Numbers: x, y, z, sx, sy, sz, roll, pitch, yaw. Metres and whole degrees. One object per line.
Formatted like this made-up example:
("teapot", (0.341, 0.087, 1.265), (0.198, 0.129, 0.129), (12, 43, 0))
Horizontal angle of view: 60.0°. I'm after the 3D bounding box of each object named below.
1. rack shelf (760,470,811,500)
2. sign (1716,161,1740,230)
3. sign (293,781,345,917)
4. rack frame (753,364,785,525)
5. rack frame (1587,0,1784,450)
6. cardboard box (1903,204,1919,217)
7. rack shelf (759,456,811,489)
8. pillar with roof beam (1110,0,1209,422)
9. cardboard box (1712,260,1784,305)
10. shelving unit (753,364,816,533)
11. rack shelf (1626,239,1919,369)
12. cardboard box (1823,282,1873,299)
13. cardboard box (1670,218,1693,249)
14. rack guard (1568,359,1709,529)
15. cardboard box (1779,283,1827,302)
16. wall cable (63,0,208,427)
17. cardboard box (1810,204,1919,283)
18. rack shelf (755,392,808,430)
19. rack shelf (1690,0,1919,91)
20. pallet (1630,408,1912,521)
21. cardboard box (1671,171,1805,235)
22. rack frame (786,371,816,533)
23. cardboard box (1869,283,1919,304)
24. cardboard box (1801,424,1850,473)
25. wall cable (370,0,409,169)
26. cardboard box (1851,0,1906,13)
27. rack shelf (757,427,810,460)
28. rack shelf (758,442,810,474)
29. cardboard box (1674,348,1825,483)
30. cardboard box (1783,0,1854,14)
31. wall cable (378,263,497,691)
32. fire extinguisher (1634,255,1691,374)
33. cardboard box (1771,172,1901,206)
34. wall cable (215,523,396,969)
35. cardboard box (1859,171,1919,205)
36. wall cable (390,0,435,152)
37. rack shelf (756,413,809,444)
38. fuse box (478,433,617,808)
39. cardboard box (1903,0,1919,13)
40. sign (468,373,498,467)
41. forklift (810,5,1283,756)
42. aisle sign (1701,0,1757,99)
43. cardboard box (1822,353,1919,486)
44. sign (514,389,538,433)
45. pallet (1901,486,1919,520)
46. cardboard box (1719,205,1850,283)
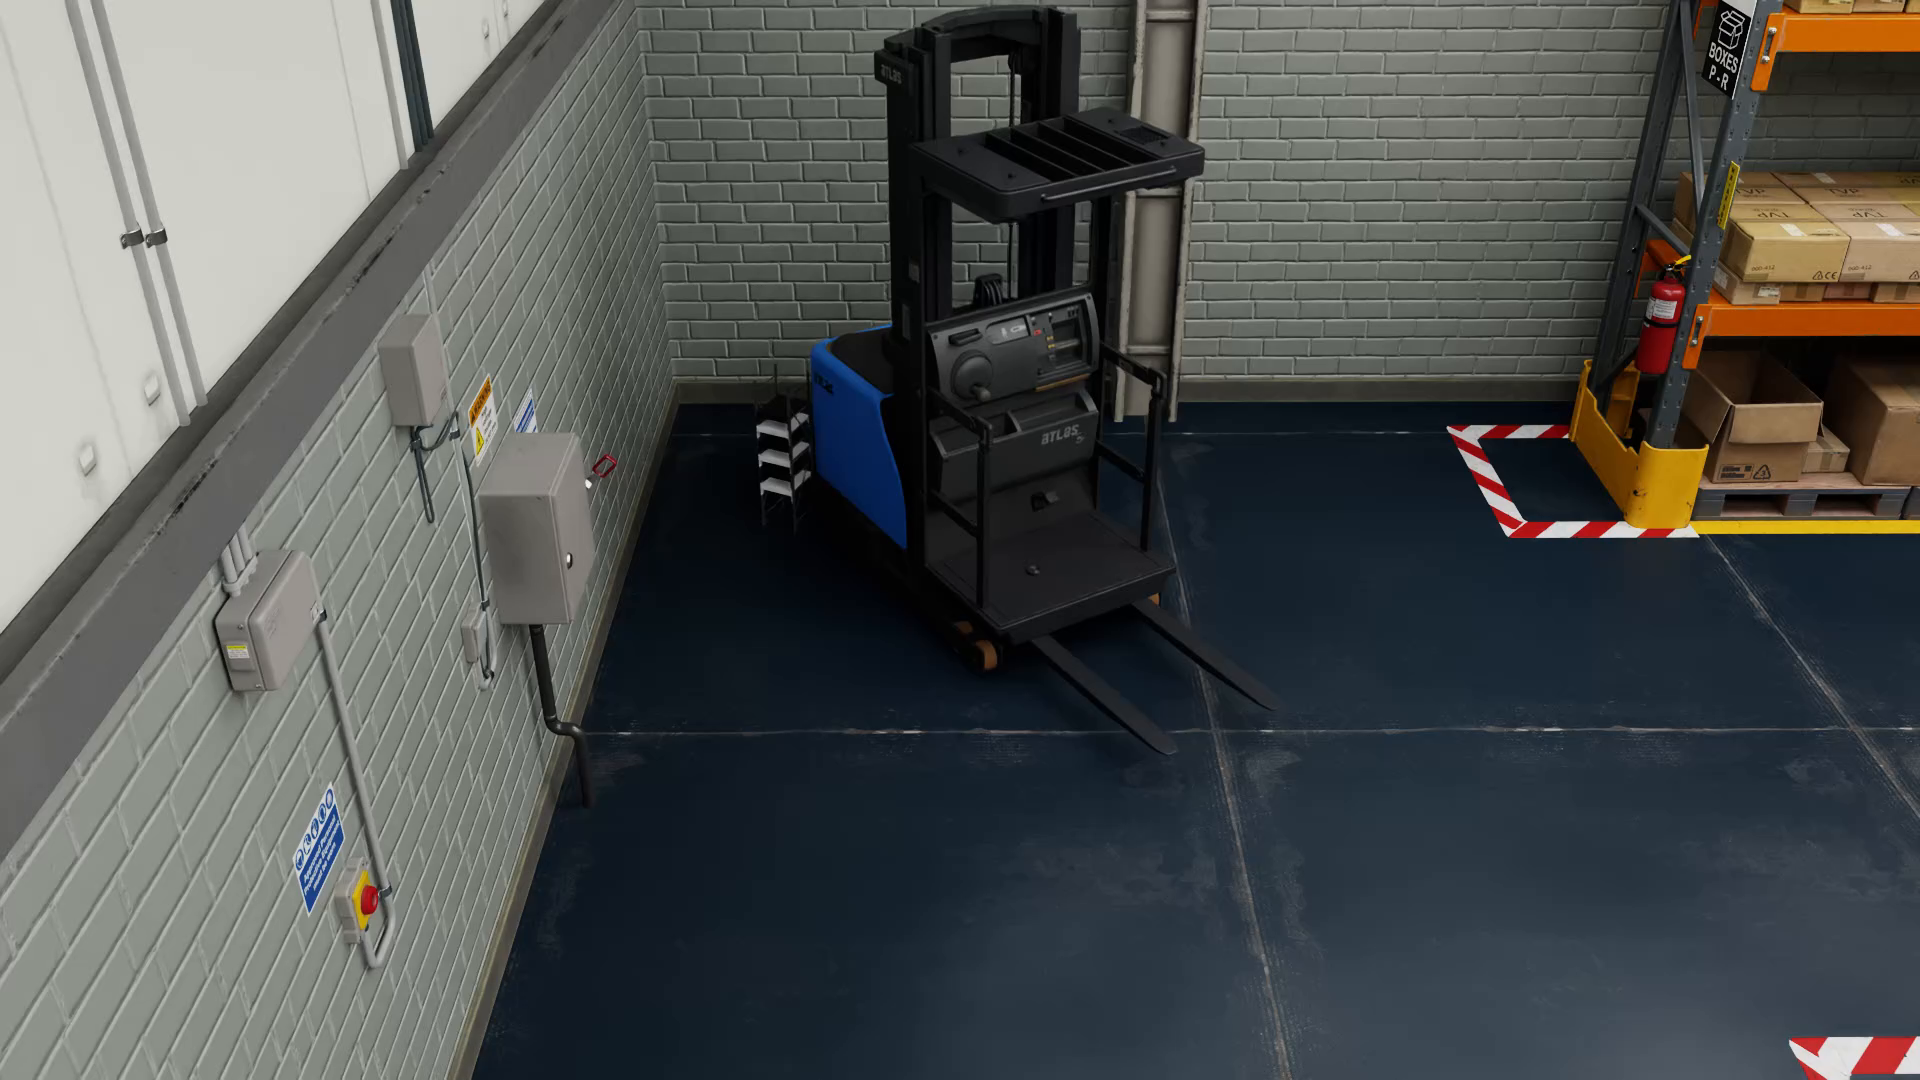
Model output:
("rack shelf", (-0.968, -0.319, 9.318), (0.200, 0.077, 0.258), (14, 34, 21))
("sign", (3.871, -1.737, 8.387), (0.005, 0.325, 0.100), (0, 31, 0))
("sign", (-1.798, 0.866, 4.671), (0.001, 0.218, 0.327), (0, 31, 0))
("rack frame", (-1.059, -0.524, 9.243), (0.006, 0.900, 0.240), (14, 34, 21))
("rack frame", (3.868, -1.649, 9.075), (0.127, 3.000, 1.000), (0, 31, 0))
("cardboard box", (5.334, -1.578, 8.817), (0.500, 0.250, 0.500), (-1, 31, -1))
("rack shelf", (-0.968, -0.396, 9.271), (0.200, 0.077, 0.258), (14, 34, 21))
("pillar with roof beam", (1.192, -2.439, 4.595), (0.400, 9.000, 9.100), (0, 31, 0))
("cardboard box", (4.198, -1.400, 8.908), (0.250, 0.149, 0.380), (0, 31, -1))
("shelving unit", (-0.967, -0.501, 9.207), (0.210, 0.900, 0.258), (14, 34, 21))
("rack shelf", (5.868, -1.347, 9.272), (4.000, 0.370, 1.077), (0, 31, 0))
("cardboard box", (4.715, -1.444, 8.980), (0.250, 0.149, 0.380), (-1, 31, -1))
("cardboard box", (4.198, -1.681, 9.372), (0.250, 0.149, 0.380), (-1, 31, -1))
("rack guard", (3.944, -0.580, 9.724), (0.348, 0.500, 1.175), (0, 31, 0))
("cardboard box", (4.452, -1.425, 8.949), (0.250, 0.149, 0.380), (1, 31, 1))
("wall cable", (-1.785, -1.475, 3.005), (0.029, 3.000, 0.463), (0, 31, 0))
("cardboard box", (4.827, -1.575, 8.812), (0.500, 0.250, 0.500), (0, 31, 0))
("rack shelf", (-0.965, -0.703, 9.083), (0.200, 0.077, 0.258), (14, 34, 21))
("rack shelf", (5.868, -2.630, 8.494), (4.000, 0.370, 1.077), (0, 31, 0))
("pallet", (4.741, -0.459, 9.804), (1.213, 0.211, 1.003), (0, 31, 0))
("cardboard box", (4.326, -1.851, 9.266), (0.500, 0.250, 0.500), (1, 31, 1))
("rack frame", (-0.875, -0.478, 9.171), (0.006, 0.900, 0.240), (14, 34, 21))
("cardboard box", (4.968, -1.413, 8.929), (0.250, 0.149, 0.380), (1, 31, 1))
("cardboard box", (4.905, -0.543, 9.597), (0.250, 0.149, 0.380), (-1, 31, -2))
("wall cable", (-1.787, -1.865, 3.648), (0.029, 3.000, 2.355), (0, 31, 0))
("cardboard box", (4.450, -2.718, 8.189), (0.250, 0.149, 0.380), (0, 31, 1))
("rack shelf", (-0.967, -0.549, 9.177), (0.200, 0.077, 0.258), (14, 34, 21))
("rack shelf", (-0.967, -0.473, 9.224), (0.200, 0.077, 0.258), (14, 34, 21))
("cardboard box", (4.480, -0.714, 9.536), (0.637, 0.503, 0.797), (-1, 31, -2))
("cardboard box", (4.188, -2.704, 8.165), (0.250, 0.149, 0.380), (0, 31, 1))
("wall cable", (-1.757, -0.214, 5.732), (0.122, 1.984, 0.588), (0, 31, 0))
("fire extinguisher", (3.723, -1.216, 8.796), (0.183, 0.674, 0.296), (0, 31, 0))
("cardboard box", (4.842, -1.852, 9.268), (0.500, 0.250, 0.500), (0, 31, 0))
("wall cable", (-1.737, 0.508, 4.511), (0.123, 1.953, 0.585), (0, 31, 0))
("cardboard box", (5.337, -1.851, 9.267), (0.500, 0.250, 0.500), (1, 31, 1))
("wall cable", (-1.766, -3.326, 6.021), (0.133, 3.039, 2.988), (0, 31, 0))
("rack shelf", (-0.966, -0.626, 9.130), (0.200, 0.077, 0.258), (14, 34, 21))
("fuse box", (-1.604, 0.417, 6.914), (0.414, 1.711, 0.539), (0, 31, 0))
("cardboard box", (4.707, -2.710, 8.176), (0.250, 0.149, 0.380), (0, 31, 0))
("sign", (-1.811, -0.458, 6.317), (0.001, 0.242, 0.339), (0, 31, 0))
("forklift", (0.387, -0.879, 7.873), (1.130, 2.935, 3.031), (-18, 36, -27))
("aisle sign", (3.801, -2.607, 8.150), (0.004, 0.787, 0.394), (0, 31, 0))
("cardboard box", (5.335, -0.695, 9.508), (0.500, 0.500, 0.700), (1, 31, 2))
("sign", (-1.814, -0.349, 7.025), (0.001, 0.494, 0.329), (0, 31, 0))
("pallet", (5.958, -0.462, 9.808), (1.213, 0.211, 1.003), (0, 31, 0))
("cardboard box", (4.323, -1.573, 8.809), (0.500, 0.250, 0.500), (0, 31, 0))
